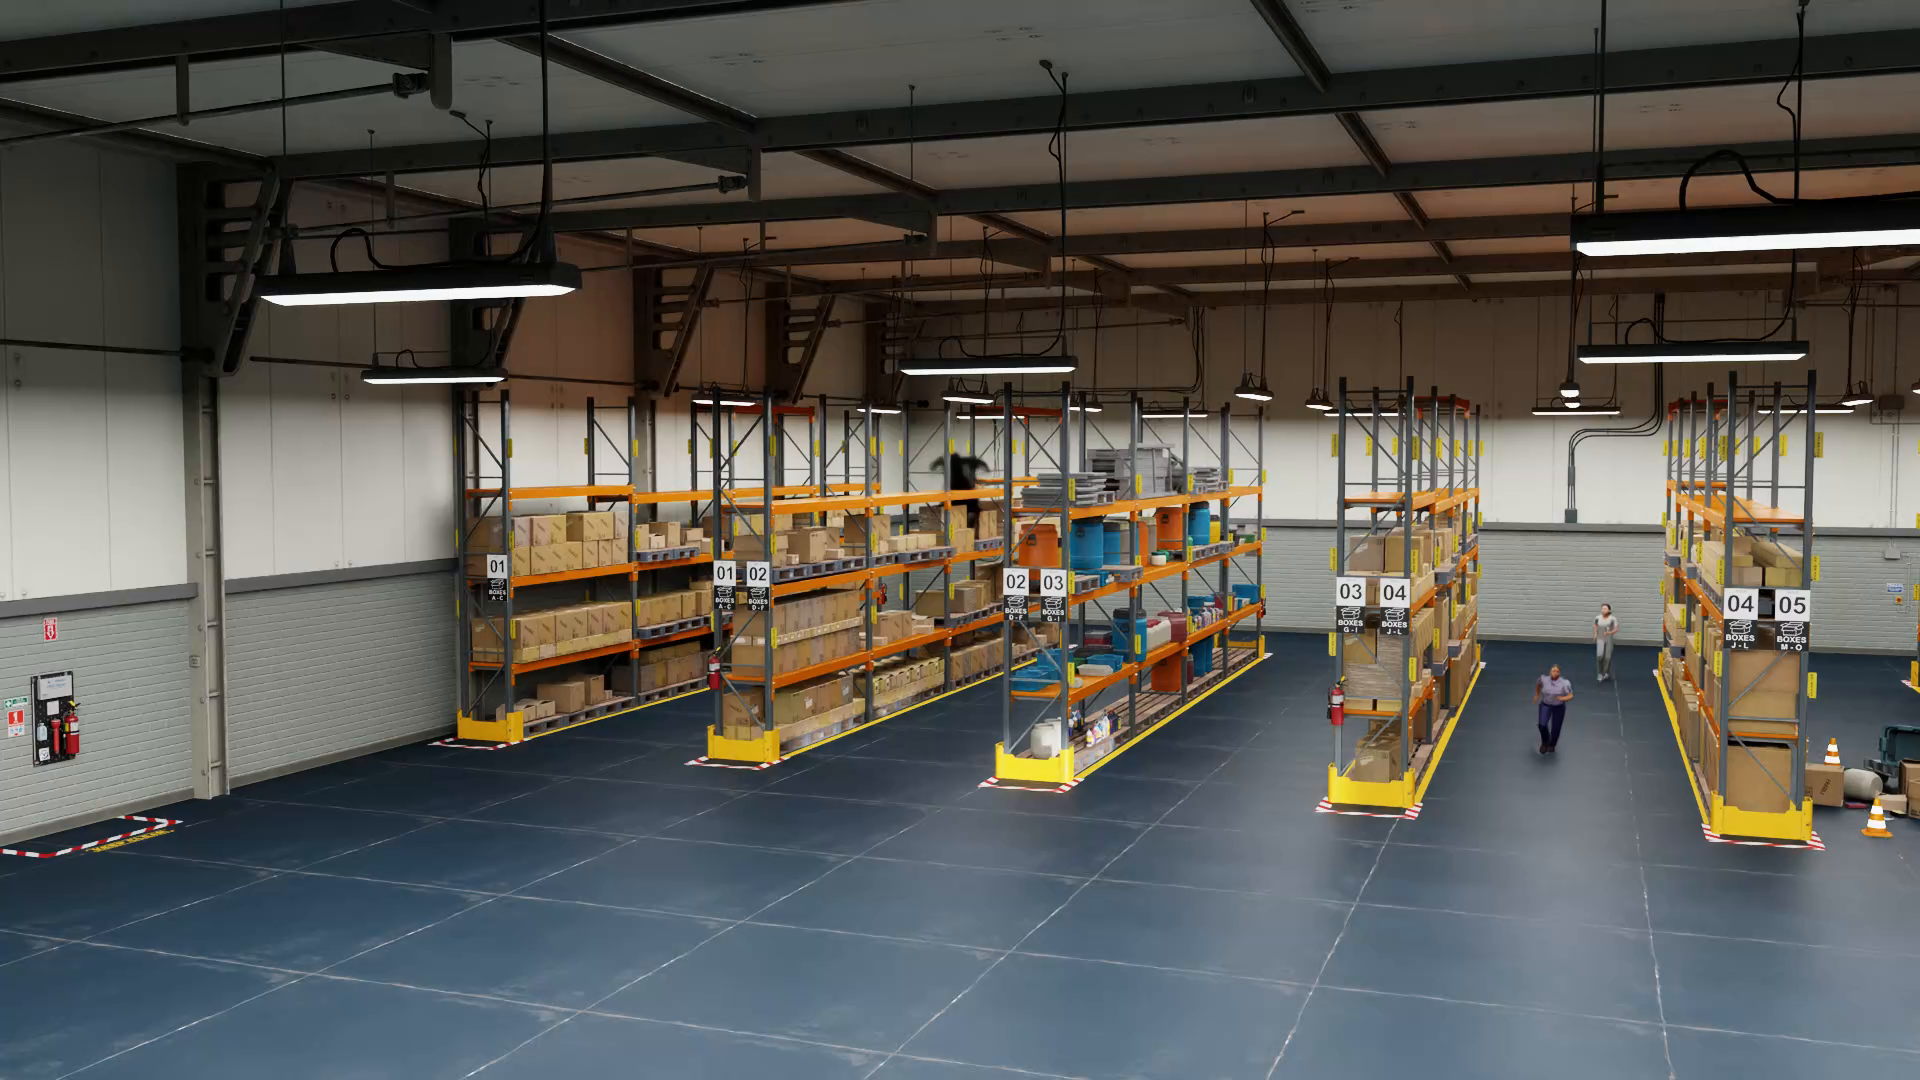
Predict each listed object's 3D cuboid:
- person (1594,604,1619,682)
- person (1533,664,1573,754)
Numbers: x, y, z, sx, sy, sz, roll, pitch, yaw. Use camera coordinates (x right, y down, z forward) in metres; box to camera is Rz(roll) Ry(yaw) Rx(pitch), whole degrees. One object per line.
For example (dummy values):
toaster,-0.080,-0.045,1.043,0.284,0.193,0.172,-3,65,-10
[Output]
person,13.880,2.209,35.754,0.519,1.699,0.768,2,4,27
person,9.628,2.738,26.998,0.594,1.512,0.936,1,3,17
